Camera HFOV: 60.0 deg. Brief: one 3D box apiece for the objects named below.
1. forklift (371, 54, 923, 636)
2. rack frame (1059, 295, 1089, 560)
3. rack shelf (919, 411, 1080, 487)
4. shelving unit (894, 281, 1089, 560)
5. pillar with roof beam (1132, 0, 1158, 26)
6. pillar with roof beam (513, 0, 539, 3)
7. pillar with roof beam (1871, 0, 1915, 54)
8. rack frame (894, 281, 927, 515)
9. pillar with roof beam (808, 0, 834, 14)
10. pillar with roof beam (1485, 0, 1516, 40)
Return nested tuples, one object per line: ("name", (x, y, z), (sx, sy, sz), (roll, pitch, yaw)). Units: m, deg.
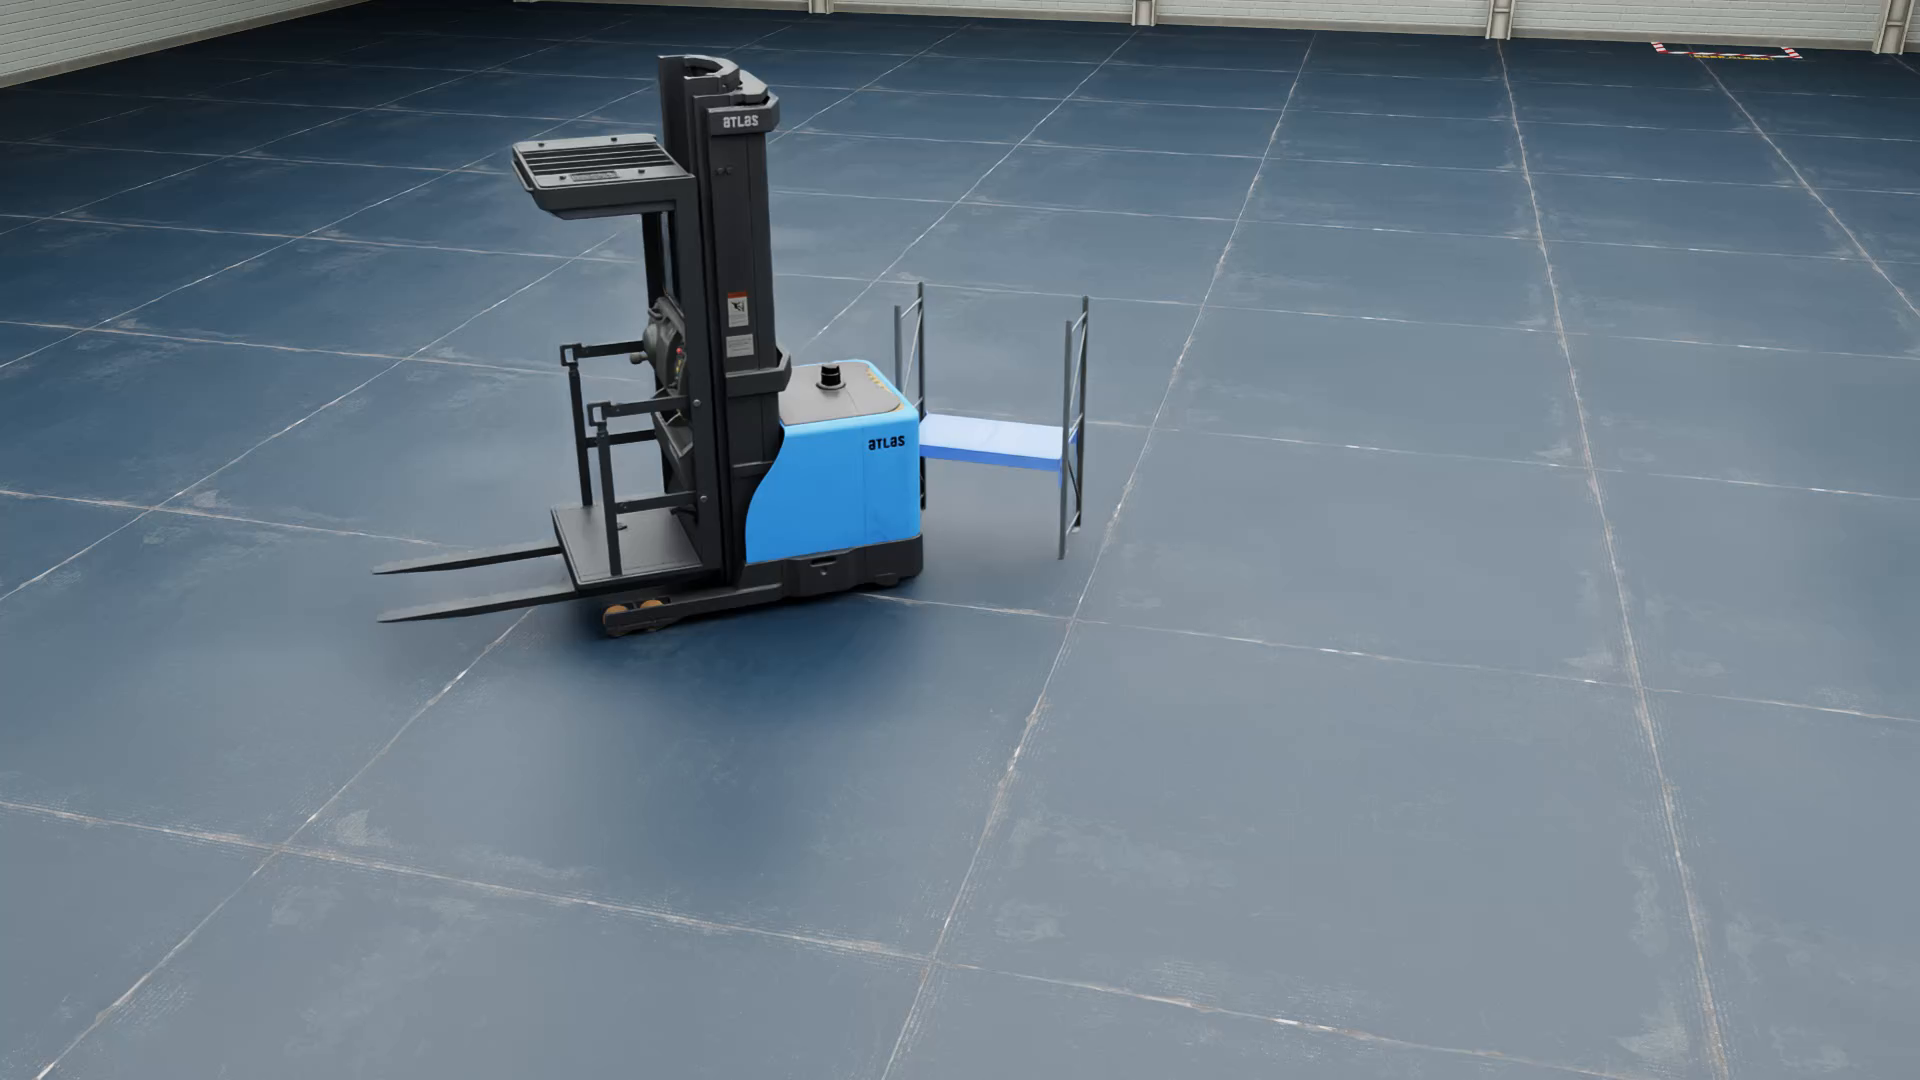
("forklift", (-1.788, -1.050, 9.046), (3.031, 2.935, 1.130), (-9, 27, -18))
("rack frame", (0.679, -0.662, 9.896), (0.032, 1.500, 0.500), (7, 26, 14))
("rack shelf", (0.190, -0.560, 10.100), (1.000, 0.185, 0.538), (7, 26, 14))
("shelving unit", (0.190, -0.722, 10.023), (1.048, 1.500, 0.538), (7, 26, 14))
("pillar with roof beam", (2.181, -11.383, 23.691), (0.400, 9.000, 9.100), (6, 26, 13))
("pillar with roof beam", (-9.441, -12.668, 26.389), (0.400, 9.000, 9.100), (6, 26, 13))
("pillar with roof beam", (13.803, -10.098, 20.993), (0.400, 9.000, 9.100), (6, 26, 13))
("rack frame", (-0.298, -0.783, 10.149), (0.032, 1.500, 0.500), (7, 26, 14))
("pillar with roof beam", (-3.630, -12.025, 25.040), (0.400, 9.000, 9.100), (6, 26, 13))
("pillar with roof beam", (7.992, -10.741, 22.342), (0.400, 9.000, 9.100), (6, 26, 13))
